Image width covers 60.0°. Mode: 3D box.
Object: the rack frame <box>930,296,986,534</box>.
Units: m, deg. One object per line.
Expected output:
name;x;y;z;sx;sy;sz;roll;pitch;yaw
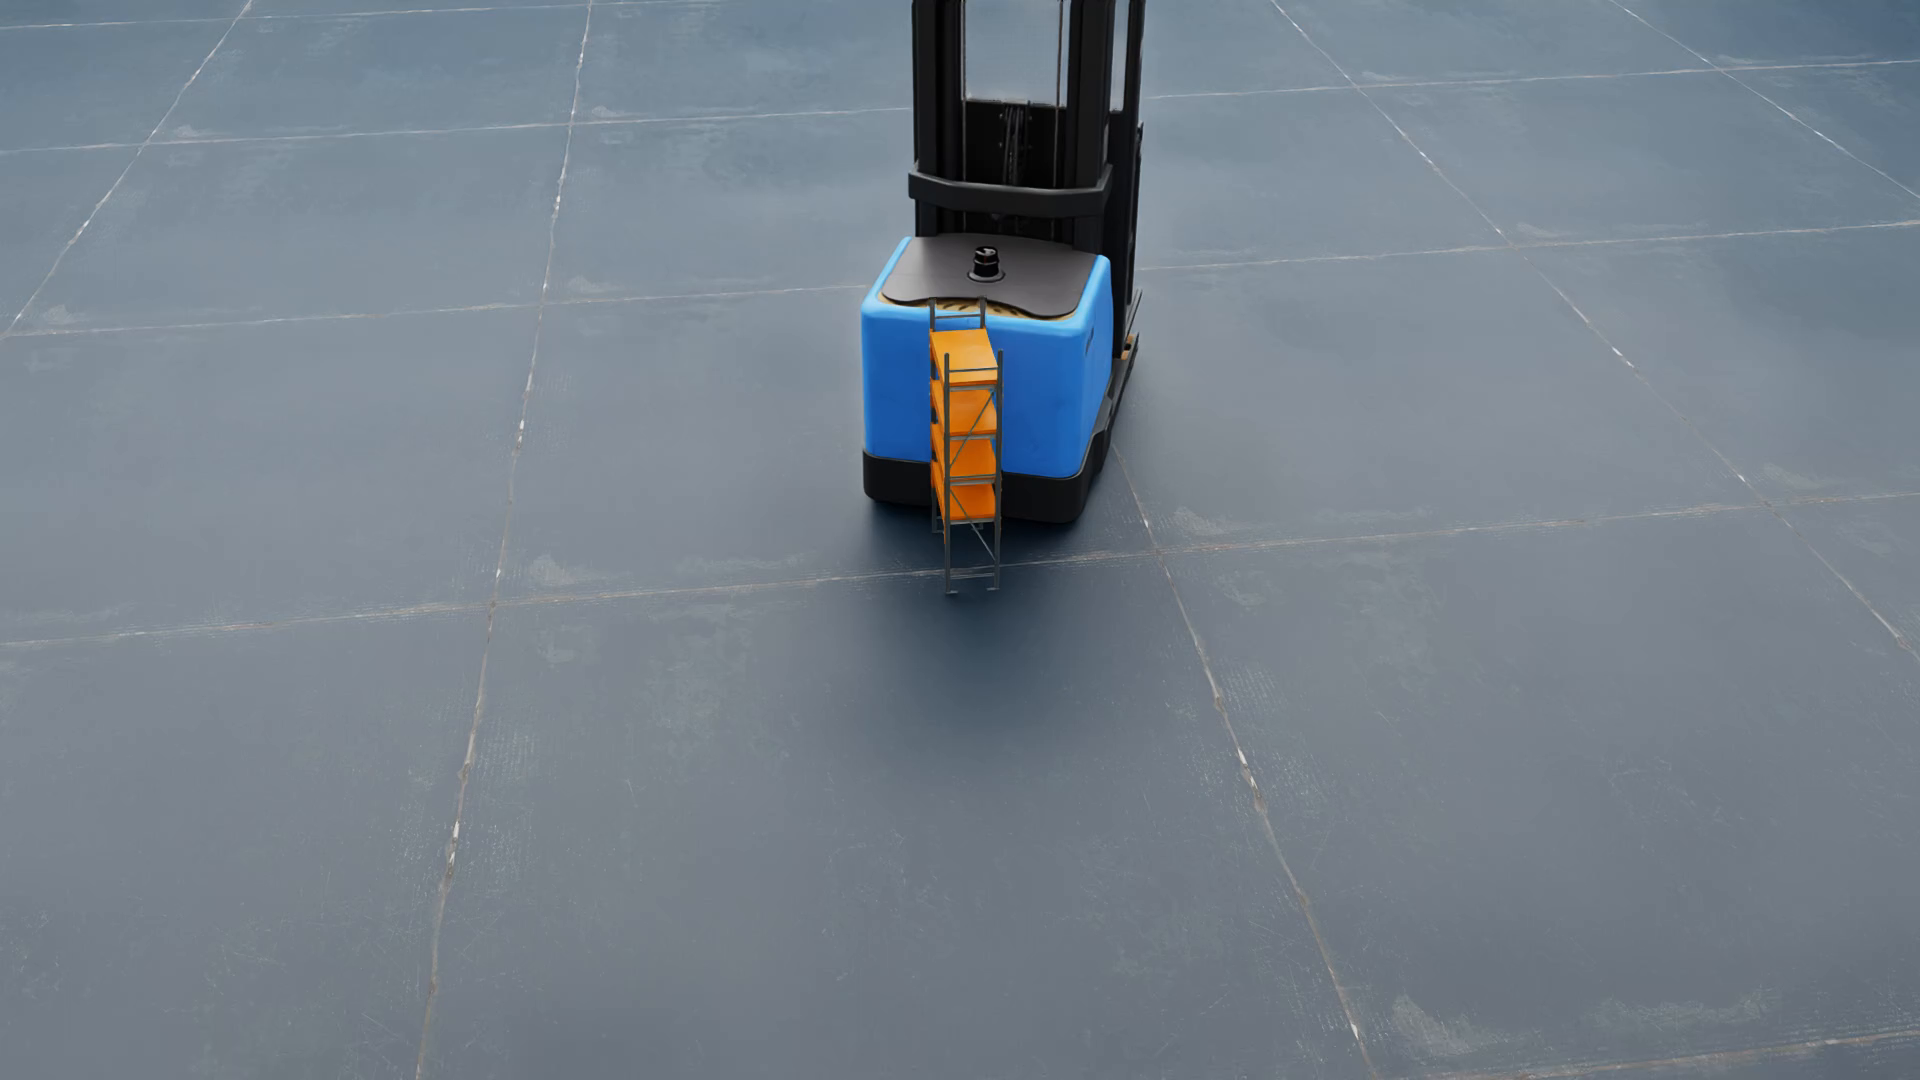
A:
rack frame;-0.010;-0.539;7.476;0.240;1.200;0.015;-4;34;-6

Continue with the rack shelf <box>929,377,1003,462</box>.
rack shelf;0.022;-0.533;7.188;0.258;0.148;0.480;-4;34;-6

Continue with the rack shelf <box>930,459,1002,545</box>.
rack shelf;0.022;-0.183;7.426;0.258;0.148;0.480;-4;34;-6

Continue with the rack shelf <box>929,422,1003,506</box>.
rack shelf;0.022;-0.348;7.314;0.258;0.148;0.480;-4;34;-6

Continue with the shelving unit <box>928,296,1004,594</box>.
shelving unit;0.022;-0.403;7.276;0.258;1.200;0.503;-4;34;-6

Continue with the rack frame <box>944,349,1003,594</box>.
rack frame;0.055;-0.267;7.076;0.240;1.200;0.015;-4;34;-6

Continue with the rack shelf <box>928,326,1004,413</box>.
rack shelf;0.022;-0.728;7.055;0.258;0.148;0.480;-4;34;-6

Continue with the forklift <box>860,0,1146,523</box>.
forklift;0.369;-2.115;8.251;1.130;2.935;3.031;7;35;11
